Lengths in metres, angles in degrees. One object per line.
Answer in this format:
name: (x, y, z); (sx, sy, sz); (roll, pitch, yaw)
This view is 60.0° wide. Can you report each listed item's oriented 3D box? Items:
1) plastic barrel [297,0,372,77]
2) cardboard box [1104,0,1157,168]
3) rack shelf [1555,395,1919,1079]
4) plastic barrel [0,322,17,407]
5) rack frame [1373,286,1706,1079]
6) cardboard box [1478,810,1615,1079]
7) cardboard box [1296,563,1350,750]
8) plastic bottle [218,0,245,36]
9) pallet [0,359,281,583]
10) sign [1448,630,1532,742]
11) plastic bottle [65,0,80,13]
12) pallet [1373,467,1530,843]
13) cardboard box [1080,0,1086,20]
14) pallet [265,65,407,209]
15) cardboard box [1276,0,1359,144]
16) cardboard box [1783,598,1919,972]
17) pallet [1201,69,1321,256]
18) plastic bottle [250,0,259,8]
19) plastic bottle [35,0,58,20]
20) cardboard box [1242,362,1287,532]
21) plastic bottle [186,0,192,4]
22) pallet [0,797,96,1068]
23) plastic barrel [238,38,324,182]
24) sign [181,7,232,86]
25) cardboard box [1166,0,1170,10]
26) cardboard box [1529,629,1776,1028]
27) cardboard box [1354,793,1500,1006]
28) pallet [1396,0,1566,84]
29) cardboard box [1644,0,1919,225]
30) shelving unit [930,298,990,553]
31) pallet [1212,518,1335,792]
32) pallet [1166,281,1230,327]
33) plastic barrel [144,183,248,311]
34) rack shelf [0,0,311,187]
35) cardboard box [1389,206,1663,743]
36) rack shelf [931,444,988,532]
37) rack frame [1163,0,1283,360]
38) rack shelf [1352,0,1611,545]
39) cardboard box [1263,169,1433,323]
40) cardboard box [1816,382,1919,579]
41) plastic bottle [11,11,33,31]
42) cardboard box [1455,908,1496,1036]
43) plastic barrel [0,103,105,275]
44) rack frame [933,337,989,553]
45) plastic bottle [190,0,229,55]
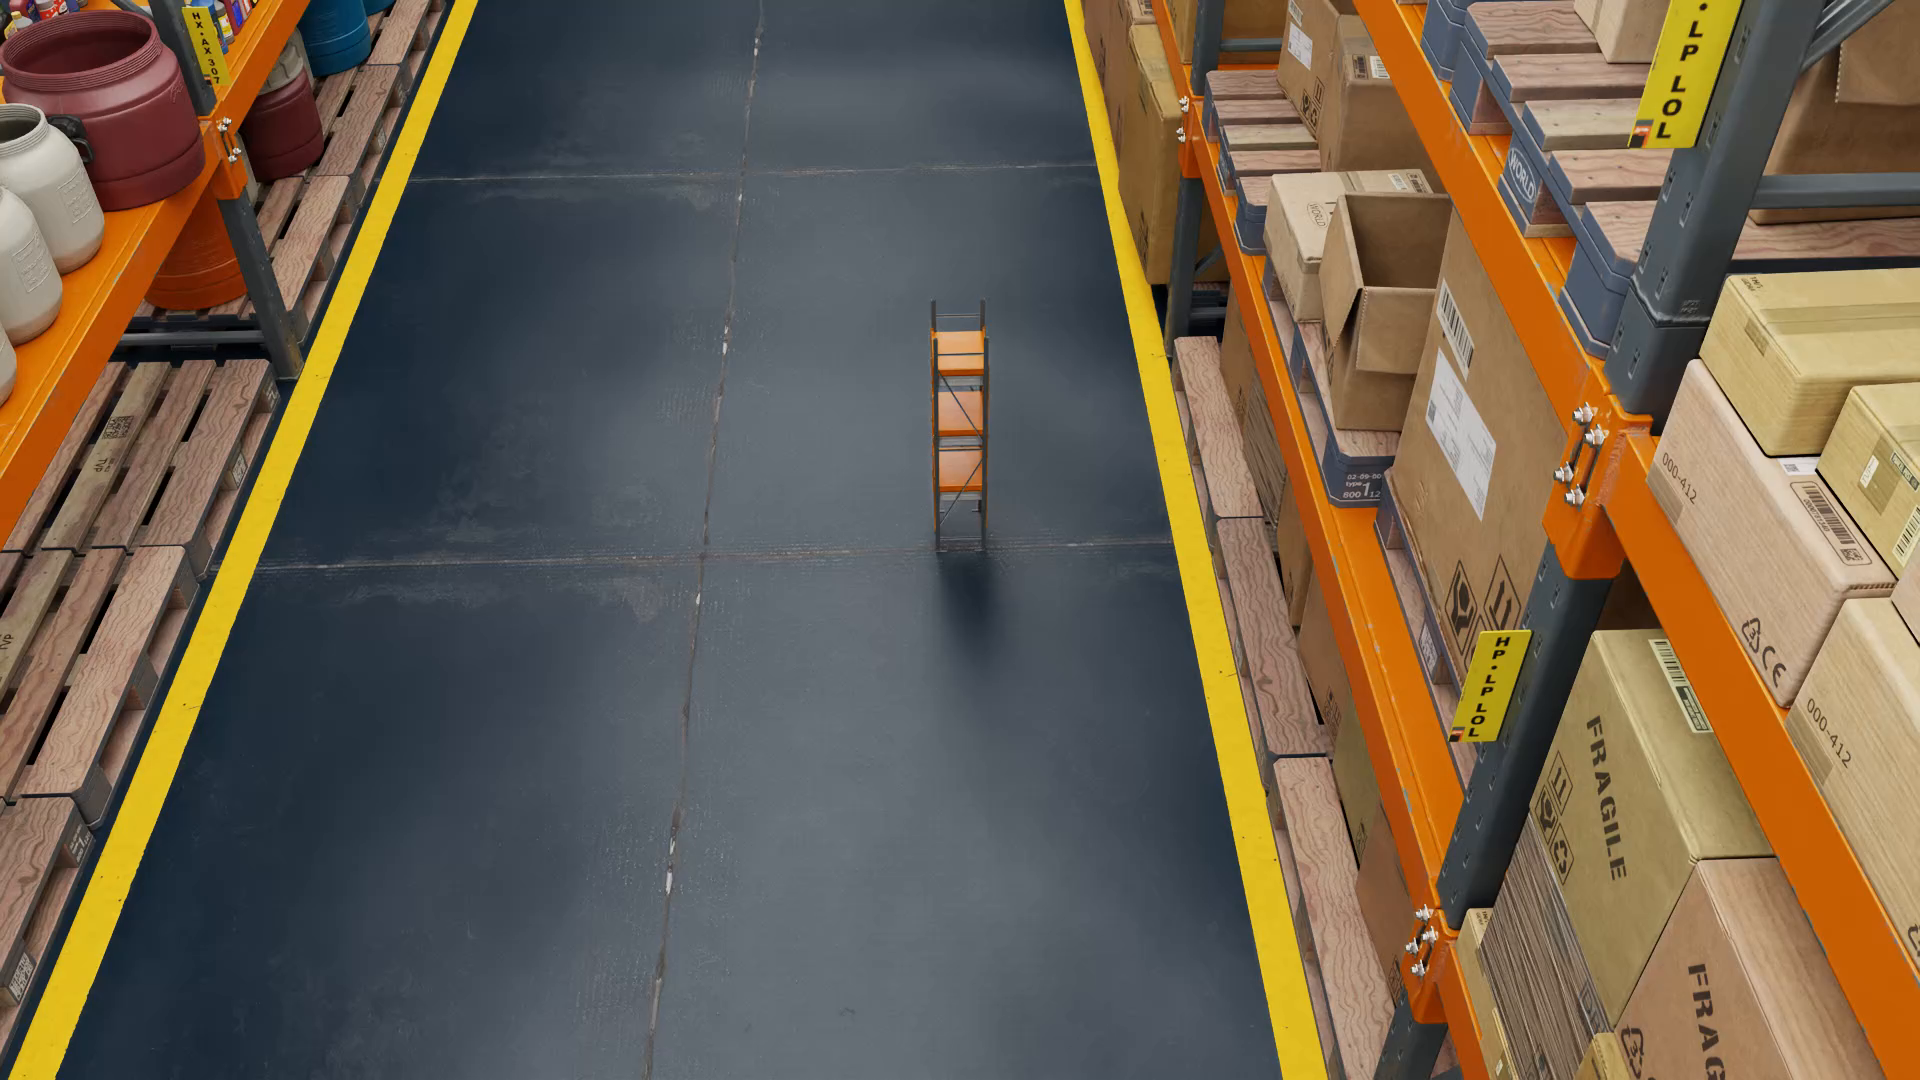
plastic barrel: (-3.634, -3.088, 9.141); (0.600, 0.901, 0.708); (-2, 43, -2)
cardboard box: (1.410, -2.434, 8.447); (1.225, 0.875, 0.875); (-2, 43, -2)
rack shelf: (1.703, 1.216, 1.516); (1.077, 0.370, 4.000); (-2, 43, -2)
plastic barrel: (-3.201, -0.641, 5.129); (0.433, 0.535, 0.433); (0, 43, 0)
rack frame: (1.618, 0.706, 3.759); (1.000, 3.000, 0.127); (-2, 43, -2)
cardboard box: (1.576, 0.865, 3.292); (0.875, 0.500, 0.500); (-2, 43, -2)
cardboard box: (1.588, 0.350, 5.672); (0.700, 0.500, 0.500); (-5, 43, -5)
plastic bottle: (-3.164, -2.333, 7.162); (0.061, 0.283, 0.133); (-2, 43, -2)
pallet: (-3.506, -0.300, 6.921); (1.003, 0.211, 1.213); (-2, 43, -2)
sign: (1.064, 0.298, 3.348); (0.100, 0.325, 0.005); (-2, 43, -2)
plastic bottle: (-3.948, -2.431, 7.277); (0.097, 0.271, 0.097); (0, 43, 0)
pallet: (1.731, 0.257, 4.392); (1.003, 0.211, 1.213); (-2, 43, -2)
cardboard box: (1.326, -3.634, 9.757); (1.225, 0.875, 0.875); (-2, 43, -2)
pallet: (-3.624, -2.177, 8.968); (1.003, 0.211, 1.213); (-2, 43, -2)
cardboard box: (1.511, -1.822, 6.133); (0.500, 0.500, 0.500); (-6, 43, -7)
cardboard box: (1.409, 0.324, 2.068); (0.500, 0.250, 0.500); (-2, 43, -2)
pallet: (1.585, -1.445, 6.249); (1.213, 0.211, 1.003); (-2, 43, -2)
plastic bottle: (-3.175, -2.514, 7.360); (0.061, 0.283, 0.133); (-2, 43, -2)
plastic bottle: (-3.940, -2.274, 7.158); (0.097, 0.201, 0.097); (0, 43, 0)
cardboard box: (1.533, -0.409, 6.500); (0.700, 0.500, 0.500); (-5, 43, -5)
plastic bottle: (-3.339, -2.376, 7.270); (0.097, 0.201, 0.097); (0, 43, 0)
pallet: (-3.402, 1.347, 5.124); (1.003, 0.211, 1.213); (-2, 43, -2)
plastic barrel: (-3.586, -2.210, 8.415); (0.600, 0.588, 0.708); (-2, 43, -2)
sign: (-2.951, -1.933, 6.518); (0.100, 0.325, 0.005); (-2, 43, -2)
cardboard box: (1.165, -2.694, 7.395); (0.500, 0.500, 0.500); (-2, 43, -2)
cardboard box: (1.383, 0.502, 2.948); (0.500, 0.500, 0.500); (-2, 43, -2)
cardboard box: (1.614, 1.051, 4.908); (0.700, 0.500, 0.500); (-5, 43, -5)
pallet: (1.651, -1.450, 4.031); (1.213, 0.211, 1.003); (-2, 43, -2)
cardboard box: (1.697, -0.912, 2.918); (0.797, 0.503, 0.637); (-4, 43, -4)
shelving unit: (-0.002, -0.423, 6.435); (0.215, 1.050, 0.252); (-2, 43, -2)
pallet: (1.529, 0.383, 6.176); (1.003, 0.211, 1.213); (-2, 43, -2)
pallet: (1.490, -1.500, 8.231); (1.003, 0.211, 1.213); (-2, 43, -2)
plastic barrel: (-3.538, -1.536, 7.502); (0.600, 0.830, 0.708); (-2, 43, -2)
rack shelf: (-3.585, -2.937, 8.267); (1.077, 0.370, 4.000); (-2, 43, -2)
cardboard box: (1.724, -0.210, 4.004); (1.000, 1.000, 1.000); (-1, 43, -2)
rack shelf: (-0.002, -0.210, 6.630); (0.215, 0.259, 0.240); (-2, 43, -2)
rack frame: (1.448, -1.994, 6.705); (1.000, 3.000, 0.127); (-2, 43, -2)
rack shelf: (1.533, -1.484, 4.462); (1.077, 0.370, 4.000); (-2, 43, -2)
cardboard box: (1.290, -0.955, 5.373); (0.500, 0.250, 0.500); (-3, 43, -3)
cardboard box: (1.404, -0.085, 2.219); (0.380, 0.149, 0.250); (-4, 43, -4)
plastic bottle: (-3.930, -2.118, 6.988); (0.097, 0.201, 0.097); (0, 43, 0)
cardboard box: (1.327, 0.953, 3.677); (0.380, 0.149, 0.250); (-2, 43, -2)
plastic barrel: (-3.243, -1.205, 5.762); (0.421, 0.512, 0.421); (0, 43, 0)
rack frame: (0.003, -0.341, 6.345); (0.200, 1.050, 0.008); (-2, 43, -2)
plastic bottle: (-3.173, -2.185, 7.009); (0.097, 0.271, 0.097); (0, 43, 0)
